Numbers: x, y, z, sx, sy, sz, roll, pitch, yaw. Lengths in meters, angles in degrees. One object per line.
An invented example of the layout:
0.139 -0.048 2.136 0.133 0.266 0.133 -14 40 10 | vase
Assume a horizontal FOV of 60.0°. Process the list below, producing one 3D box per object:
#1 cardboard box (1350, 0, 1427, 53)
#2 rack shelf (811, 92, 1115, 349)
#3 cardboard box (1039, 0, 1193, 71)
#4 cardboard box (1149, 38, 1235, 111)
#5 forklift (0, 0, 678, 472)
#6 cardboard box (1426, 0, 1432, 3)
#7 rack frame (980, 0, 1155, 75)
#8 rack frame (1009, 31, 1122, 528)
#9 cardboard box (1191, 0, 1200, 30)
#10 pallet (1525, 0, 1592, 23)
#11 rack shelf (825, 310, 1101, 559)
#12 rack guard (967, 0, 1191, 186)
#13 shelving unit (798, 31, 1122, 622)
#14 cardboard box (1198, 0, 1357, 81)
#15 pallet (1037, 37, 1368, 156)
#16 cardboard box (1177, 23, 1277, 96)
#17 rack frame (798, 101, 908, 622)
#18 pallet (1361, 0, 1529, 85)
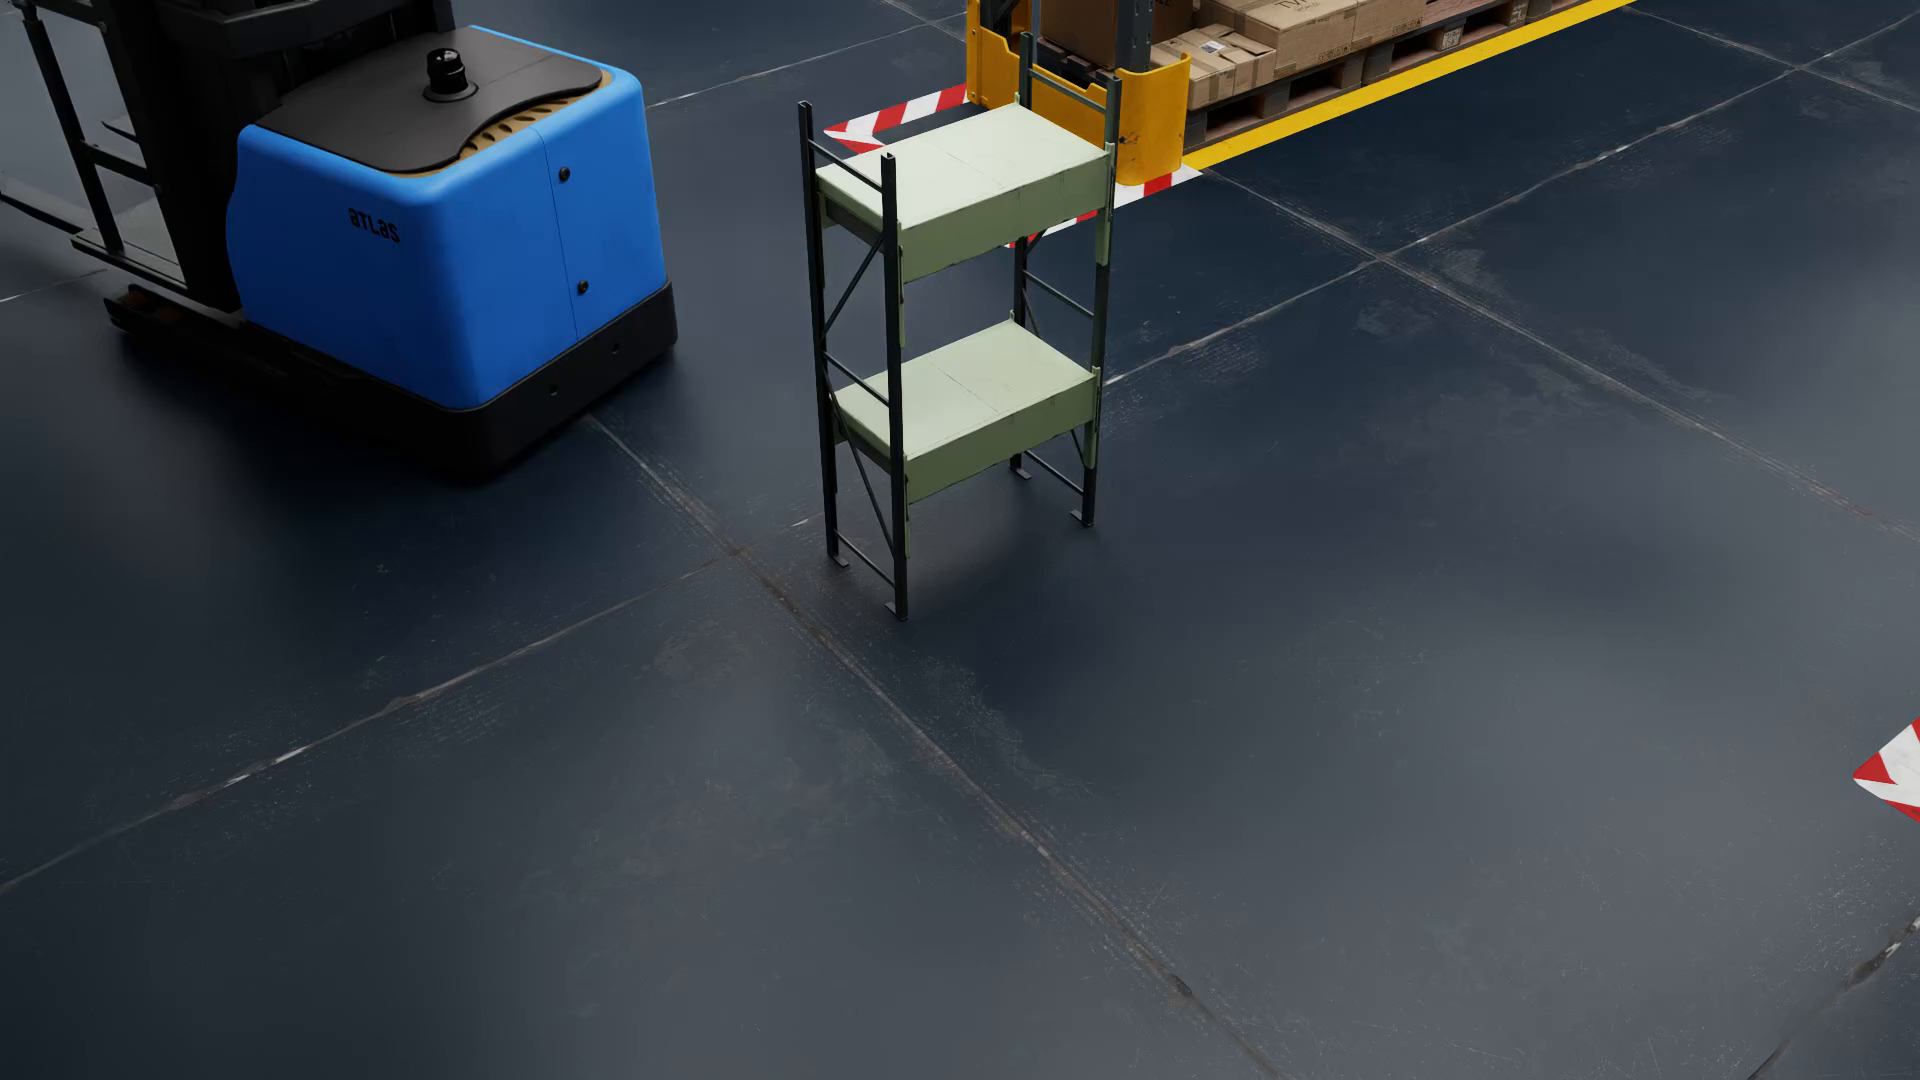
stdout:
1.833 -2.543 7.806 0.500 0.250 0.500 -26 46 -28 | cardboard box
0.005 -0.884 4.530 0.720 0.370 0.431 -26 46 -28 | rack shelf
0.717 -2.519 7.580 0.500 0.500 0.500 -26 46 -28 | cardboard box
0.977 -2.039 7.271 0.250 0.149 0.380 -26 46 -28 | cardboard box
-2.537 -2.075 5.468 3.031 2.935 1.130 22 44 25 | forklift
2.121 -3.004 8.168 0.637 0.503 0.797 -26 46 -28 | cardboard box
0.436 -2.982 6.520 0.127 3.000 1.000 -26 46 -28 | rack frame
0.295 -0.724 4.950 0.023 1.500 0.400 -26 46 -28 | rack frame
1.093 -2.502 7.822 0.250 0.166 0.380 -26 46 -28 | cardboard box
3.062 -3.185 8.966 1.213 0.211 1.003 -26 46 -28 | pallet
0.005 -0.330 4.984 0.720 0.370 0.431 -26 46 -28 | rack shelf
0.496 -2.045 7.348 0.348 0.500 1.175 -26 46 -28 | rack guard
0.005 -0.582 4.777 0.755 1.500 0.431 -26 46 -28 | shelving unit
1.436 -2.349 7.570 0.500 0.250 0.500 -26 46 -28 | cardboard box
1.128 -2.241 7.816 1.213 0.211 1.003 -26 46 -28 | pallet
1.176 -2.142 7.383 0.250 0.166 0.380 -26 46 -28 | cardboard box
-0.285 -0.441 4.605 0.023 1.500 0.400 -26 46 -28 | rack frame
2.094 -2.710 8.388 1.213 0.211 1.003 -26 46 -28 | pallet
